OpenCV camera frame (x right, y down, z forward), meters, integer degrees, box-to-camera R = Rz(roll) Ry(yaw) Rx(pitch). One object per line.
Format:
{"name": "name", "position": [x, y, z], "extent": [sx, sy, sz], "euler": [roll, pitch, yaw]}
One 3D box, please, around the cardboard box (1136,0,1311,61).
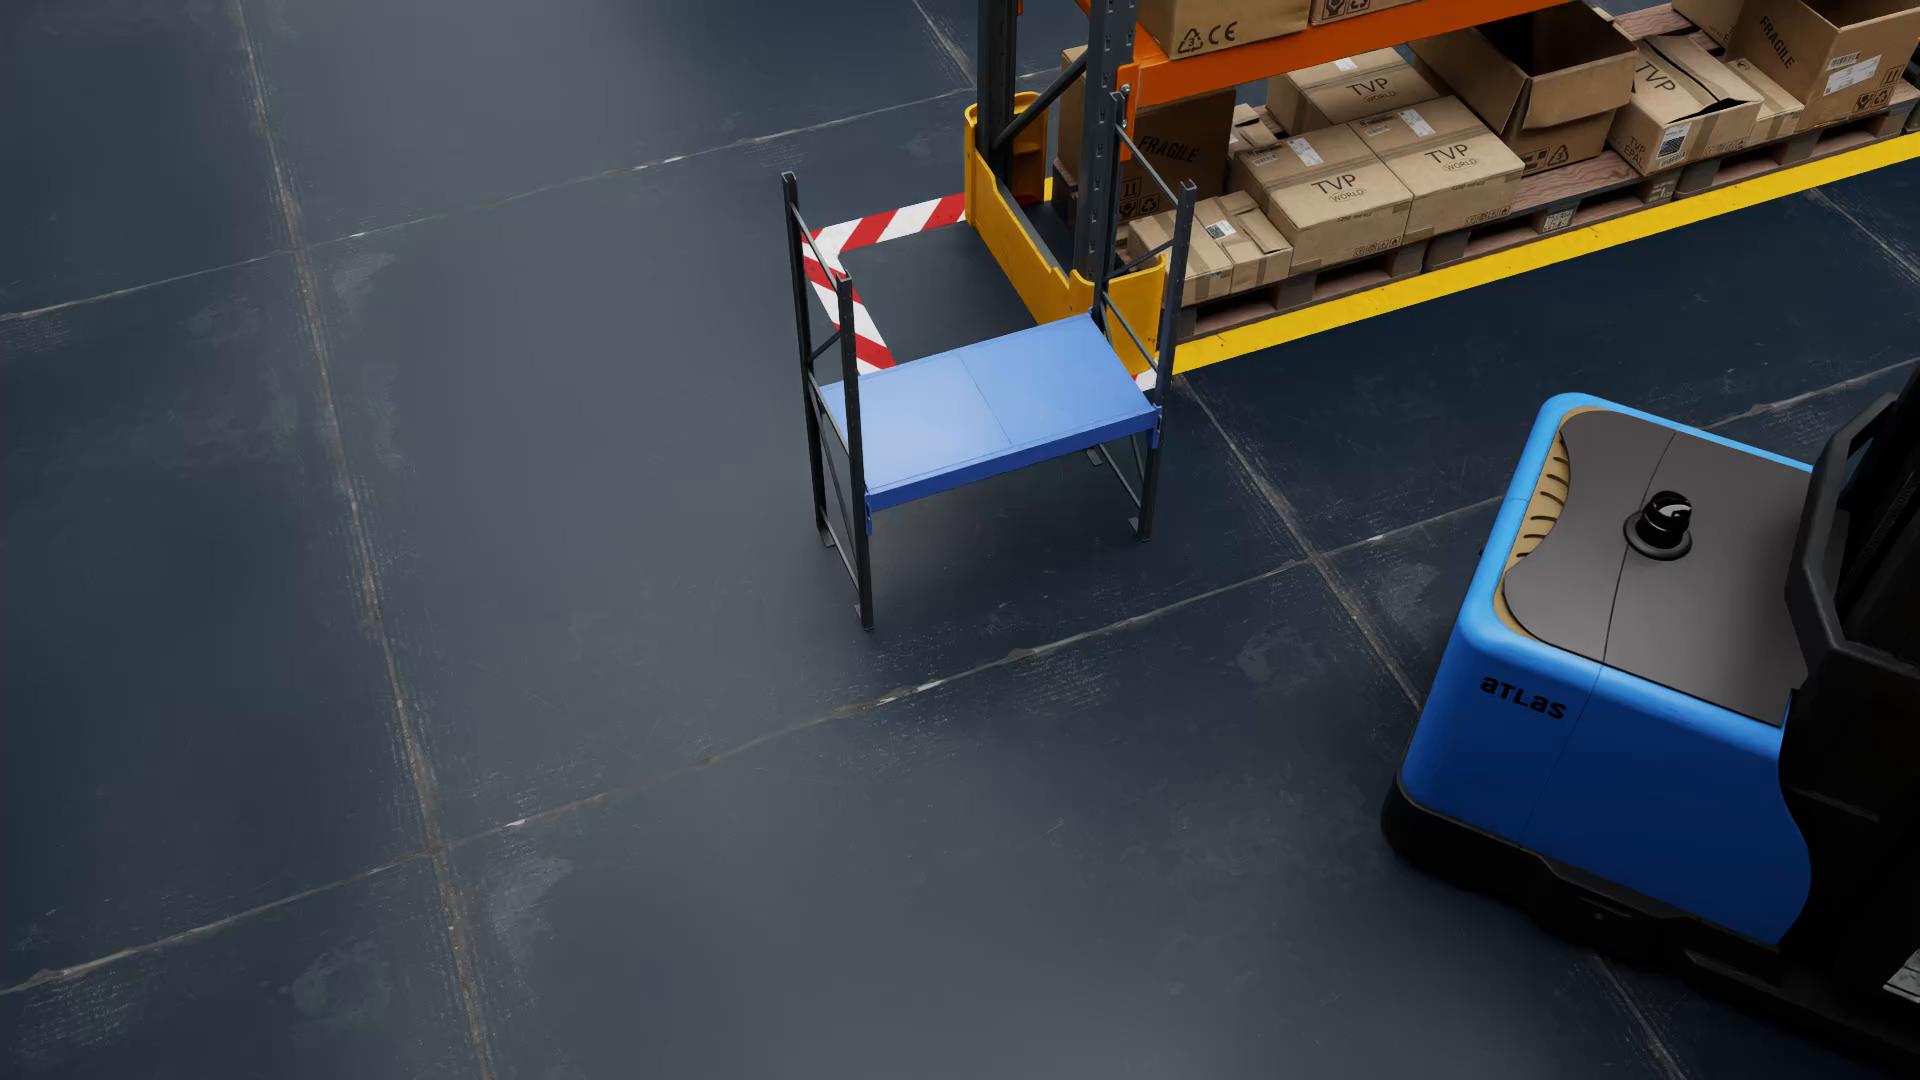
{"name": "cardboard box", "position": [0.819, -1.947, 5.379], "extent": [0.500, 0.500, 0.500], "euler": [-16, 51, -13]}

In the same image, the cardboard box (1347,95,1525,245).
{"name": "cardboard box", "position": [1.845, -1.463, 6.552], "extent": [0.500, 0.250, 0.500], "euler": [-17, 52, -14]}

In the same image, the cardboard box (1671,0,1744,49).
{"name": "cardboard box", "position": [3.542, -2.418, 7.332], "extent": [0.500, 0.311, 0.500], "euler": [-17, 52, -14]}

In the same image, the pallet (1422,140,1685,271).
{"name": "pallet", "position": [2.245, -1.662, 7.038], "extent": [1.213, 0.211, 1.003], "euler": [-17, 52, -14]}

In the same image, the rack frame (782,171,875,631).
{"name": "rack frame", "position": [-0.392, -0.367, 5.077], "extent": [0.032, 1.500, 0.500], "euler": [-17, 52, -14]}

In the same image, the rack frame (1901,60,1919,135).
{"name": "rack frame", "position": [4.012, -3.119, 6.452], "extent": [0.127, 3.000, 1.000], "euler": [-17, 52, -14]}

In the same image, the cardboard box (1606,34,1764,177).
{"name": "cardboard box", "position": [2.897, -1.809, 6.809], "extent": [0.500, 0.311, 0.500], "euler": [-17, 52, -14]}

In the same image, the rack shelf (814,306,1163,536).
{"name": "rack shelf", "position": [0.079, -0.396, 5.338], "extent": [1.000, 0.185, 0.538], "euler": [-17, 52, -14]}

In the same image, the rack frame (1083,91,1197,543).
{"name": "rack frame", "position": [0.550, -0.659, 5.327], "extent": [0.032, 1.500, 0.500], "euler": [-17, 52, -14]}

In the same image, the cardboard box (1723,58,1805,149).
{"name": "cardboard box", "position": [3.267, -1.822, 6.926], "extent": [0.250, 0.149, 0.380], "euler": [-17, 52, -14]}

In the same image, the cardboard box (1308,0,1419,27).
{"name": "cardboard box", "position": [1.295, -2.098, 5.509], "extent": [0.500, 0.500, 0.500], "euler": [-18, 52, -15]}

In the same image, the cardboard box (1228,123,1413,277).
{"name": "cardboard box", "position": [1.382, -1.320, 6.429], "extent": [0.500, 0.250, 0.500], "euler": [-17, 52, -14]}

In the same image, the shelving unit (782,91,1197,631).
{"name": "shelving unit", "position": [0.079, -0.513, 5.202], "extent": [1.048, 1.500, 0.538], "euler": [-17, 52, -14]}

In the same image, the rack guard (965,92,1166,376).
{"name": "rack guard", "position": [0.379, -1.179, 6.433], "extent": [0.348, 0.500, 1.175], "euler": [-17, 52, -14]}

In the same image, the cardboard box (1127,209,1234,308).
{"name": "cardboard box", "position": [0.827, -1.065, 6.277], "extent": [0.250, 0.149, 0.380], "euler": [-17, 52, -14]}

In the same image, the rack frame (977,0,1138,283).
{"name": "rack frame", "position": [0.309, -1.972, 5.466], "extent": [0.127, 3.000, 1.000], "euler": [-17, 52, -14]}

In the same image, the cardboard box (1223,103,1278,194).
{"name": "cardboard box", "position": [1.128, -1.574, 6.702], "extent": [0.250, 0.166, 0.380], "euler": [-17, 52, -14]}

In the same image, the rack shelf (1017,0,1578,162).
{"name": "rack shelf", "position": [2.160, -2.311, 6.232], "extent": [4.000, 0.370, 1.077], "euler": [-17, 52, -14]}

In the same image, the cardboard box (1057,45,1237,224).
{"name": "cardboard box", "position": [0.719, -1.630, 6.530], "extent": [0.500, 0.500, 0.500], "euler": [-17, 52, -14]}

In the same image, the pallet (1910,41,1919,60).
{"name": "pallet", "position": [4.751, -2.471, 7.733], "extent": [1.213, 0.211, 1.003], "euler": [-17, 52, -14]}

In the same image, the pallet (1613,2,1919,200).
{"name": "pallet", "position": [3.376, -2.014, 7.341], "extent": [1.213, 0.211, 1.003], "euler": [-17, 52, -14]}

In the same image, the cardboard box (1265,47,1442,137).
{"name": "cardboard box", "position": [1.610, -1.800, 6.841], "extent": [0.500, 0.250, 0.500], "euler": [-17, 52, -14]}

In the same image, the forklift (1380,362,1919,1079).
{"name": "forklift", "position": [2.798, 0.138, 3.700], "extent": [3.031, 2.935, 1.130], "euler": [21, 53, 17]}

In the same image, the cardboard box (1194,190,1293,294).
{"name": "cardboard box", "position": [1.058, -1.143, 6.332], "extent": [0.250, 0.166, 0.380], "euler": [-17, 52, -14]}

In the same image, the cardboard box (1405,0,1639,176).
{"name": "cardboard box", "position": [2.275, -1.907, 6.766], "extent": [0.637, 0.503, 0.797], "euler": [-17, 52, -14]}

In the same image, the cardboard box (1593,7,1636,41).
{"name": "cardboard box", "position": [2.745, -2.116, 7.168], "extent": [0.250, 0.166, 0.380], "euler": [-17, 52, -14]}

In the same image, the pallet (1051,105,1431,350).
{"name": "pallet", "position": [1.117, -1.315, 6.740], "extent": [1.213, 0.211, 1.003], "euler": [-17, 52, -14]}

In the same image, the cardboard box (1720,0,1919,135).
{"name": "cardboard box", "position": [3.592, -2.086, 6.922], "extent": [0.500, 0.500, 0.500], "euler": [-17, 52, -14]}
